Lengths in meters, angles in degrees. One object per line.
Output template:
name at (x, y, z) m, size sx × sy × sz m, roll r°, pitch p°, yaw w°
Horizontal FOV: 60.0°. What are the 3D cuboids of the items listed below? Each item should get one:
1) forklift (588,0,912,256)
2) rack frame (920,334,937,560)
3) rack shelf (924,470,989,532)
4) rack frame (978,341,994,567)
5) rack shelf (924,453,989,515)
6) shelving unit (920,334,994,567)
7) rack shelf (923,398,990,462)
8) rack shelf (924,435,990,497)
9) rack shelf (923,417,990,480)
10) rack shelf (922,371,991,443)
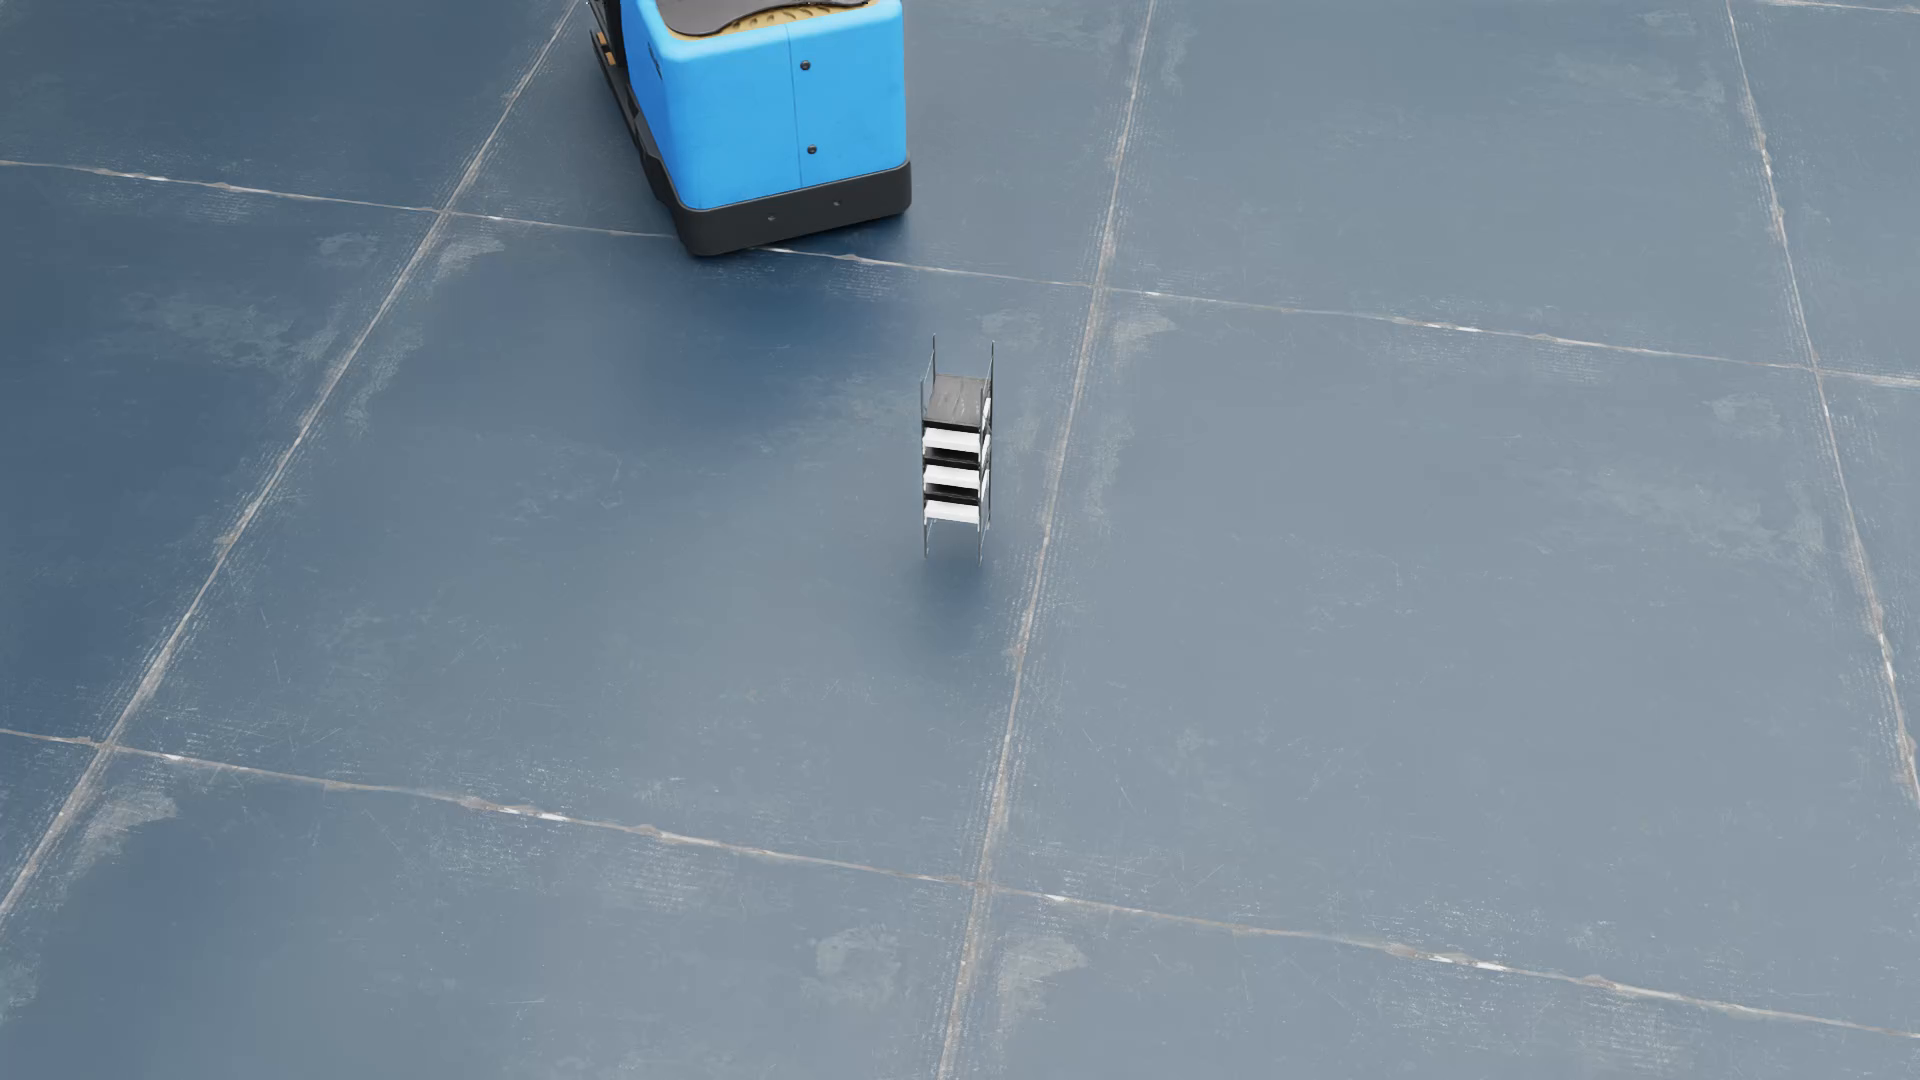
forklift at (-1.211, -3.340, 7.281) m, size 1.130 × 2.935 × 3.031 m, roll -16°, pitch 50°, yaw -14°
rack frame at (-0.108, -0.315, 5.928) m, size 0.006 × 0.900 × 0.240 m, roll 8°, pitch 49°, yaw 7°
rack shelf at (-0.008, -0.159, 6.075) m, size 0.200 × 0.077 × 0.258 m, roll 8°, pitch 49°, yaw 7°
rack frame at (0.092, -0.288, 5.904) m, size 0.006 × 0.900 × 0.240 m, roll 8°, pitch 49°, yaw 7°
rack shelf at (-0.008, -0.219, 6.008) m, size 0.200 × 0.077 × 0.258 m, roll 8°, pitch 49°, yaw 7°
shelving unit at (-0.008, -0.302, 5.916) m, size 0.210 × 0.900 × 0.258 m, roll 8°, pitch 49°, yaw 7°
rack shelf at (-0.008, -0.400, 5.807) m, size 0.200 × 0.077 × 0.258 m, roll 8°, pitch 49°, yaw 7°
rack shelf at (-0.008, -0.280, 5.941) m, size 0.200 × 0.077 × 0.258 m, roll 8°, pitch 49°, yaw 7°
rack shelf at (-0.008, -0.340, 5.874) m, size 0.200 × 0.077 × 0.258 m, roll 8°, pitch 49°, yaw 7°
rack shelf at (-0.008, -0.460, 5.740) m, size 0.200 × 0.077 × 0.258 m, roll 8°, pitch 49°, yaw 7°
